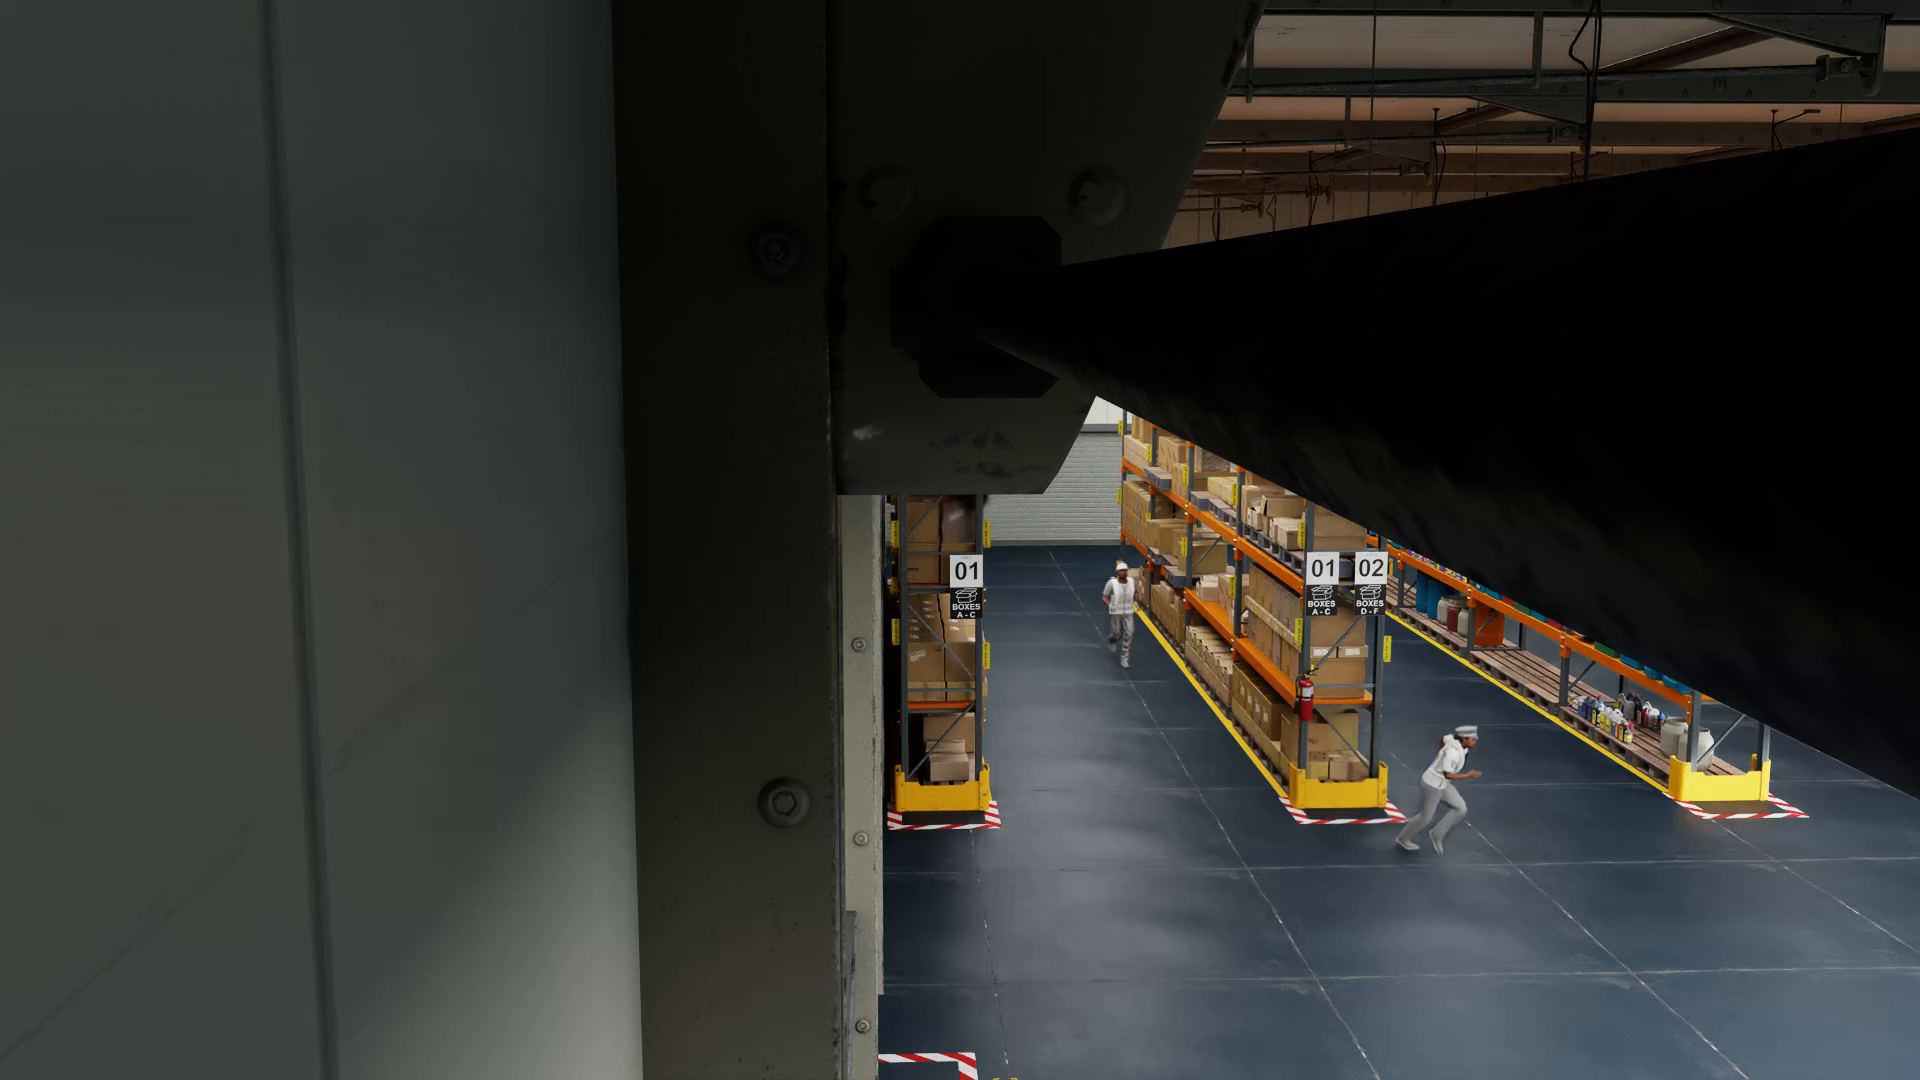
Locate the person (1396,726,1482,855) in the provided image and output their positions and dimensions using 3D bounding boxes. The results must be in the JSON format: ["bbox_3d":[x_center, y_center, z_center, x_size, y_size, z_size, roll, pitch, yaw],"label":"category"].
[{"bbox_3d":[5.454,2.815,18.861,0.937,1.545,0.607,5,10,30],"label":"person"}]

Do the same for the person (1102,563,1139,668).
[{"bbox_3d":[2.778,1.263,28.566,0.682,1.766,0.856,-1,9,-10],"label":"person"}]
